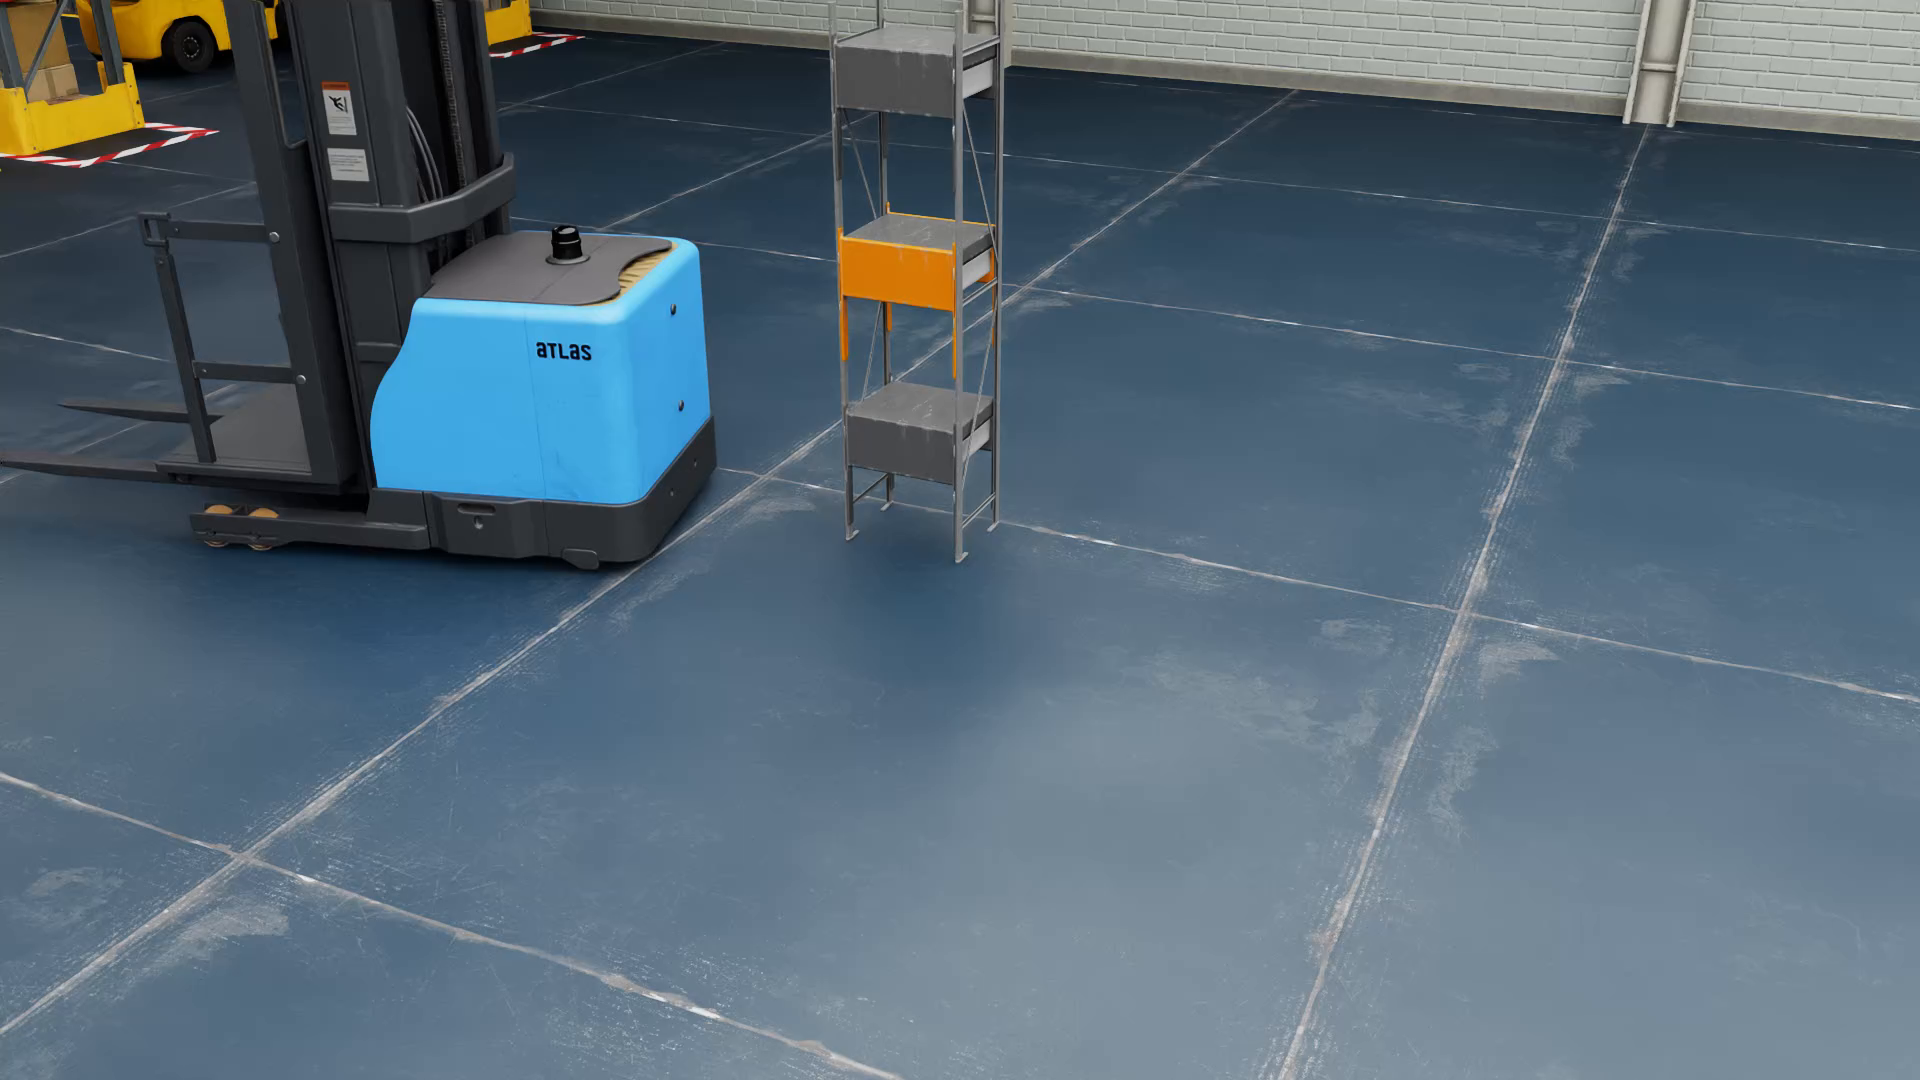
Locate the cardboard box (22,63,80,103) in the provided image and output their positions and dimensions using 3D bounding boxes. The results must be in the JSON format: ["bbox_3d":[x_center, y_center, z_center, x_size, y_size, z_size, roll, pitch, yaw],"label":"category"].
[{"bbox_3d":[-7.610,-3.743,13.595,0.500,0.250,0.500,11,28,21],"label":"cardboard box"}]

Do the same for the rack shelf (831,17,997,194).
[{"bbox_3d":[-0.151,-1.588,6.045,0.480,0.518,0.431,11,28,22],"label":"rack shelf"}]

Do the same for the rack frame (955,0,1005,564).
[{"bbox_3d":[0.071,-0.928,6.257,0.015,2.100,0.400,11,28,22],"label":"rack frame"}]

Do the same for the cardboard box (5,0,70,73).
[{"bbox_3d":[-7.632,-4.084,13.437,0.500,0.500,0.500,10,28,20],"label":"cardboard box"}]

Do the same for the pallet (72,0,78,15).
[{"bbox_3d":[-9.267,-6.126,18.953,1.213,0.211,1.003,11,28,22],"label":"pallet"}]

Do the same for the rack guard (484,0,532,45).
[{"bbox_3d":[-4.917,-5.401,17.153,0.348,0.500,1.175,11,28,22],"label":"rack guard"}]

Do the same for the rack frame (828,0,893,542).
[{"bbox_3d":[-0.373,-1.017,6.438,0.015,2.100,0.400,11,28,22],"label":"rack frame"}]

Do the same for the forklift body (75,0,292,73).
[{"bbox_3d":[-7.421,-5.759,16.012,1.214,2.155,2.313,11,28,22],"label":"forklift body"}]

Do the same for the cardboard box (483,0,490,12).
[{"bbox_3d":[-5.305,-5.650,17.467,0.500,0.250,0.500,11,28,22],"label":"cardboard box"}]

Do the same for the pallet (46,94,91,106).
[{"bbox_3d":[-7.785,-3.455,13.529,1.213,0.211,1.003,11,28,22],"label":"pallet"}]

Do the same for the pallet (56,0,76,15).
[{"bbox_3d":[-10.382,-6.348,19.405,1.213,0.211,1.003,11,28,22],"label":"pallet"}]

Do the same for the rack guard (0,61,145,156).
[{"bbox_3d":[-7.060,-3.422,13.135,0.348,0.500,1.175,11,28,22],"label":"rack guard"}]

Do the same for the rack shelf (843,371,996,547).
[{"bbox_3d":[-0.151,-0.332,6.663,0.480,0.518,0.431,11,28,22],"label":"rack shelf"}]

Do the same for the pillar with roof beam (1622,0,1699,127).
[{"bbox_3d":[3.942,-5.782,8.307,0.400,9.000,9.100,11,28,22],"label":"pillar with roof beam"}]

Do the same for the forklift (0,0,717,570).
[{"bbox_3d":[-2.624,-1.496,6.471,3.031,2.935,1.130,4,27,9],"label":"forklift"}]

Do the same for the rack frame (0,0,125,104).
[{"bbox_3d":[-6.991,-4.530,12.555,0.127,3.000,1.000,11,28,22],"label":"rack frame"}]

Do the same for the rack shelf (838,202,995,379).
[{"bbox_3d":[-0.151,-0.960,6.354,0.480,0.518,0.431,11,28,22],"label":"rack shelf"}]

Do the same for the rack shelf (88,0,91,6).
[{"bbox_3d":[-8.811,-4.573,13.456,4.000,0.370,1.077,11,28,22],"label":"rack shelf"}]

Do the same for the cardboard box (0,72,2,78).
[{"bbox_3d":[-7.828,-3.863,12.988,0.500,0.500,0.500,12,28,22],"label":"cardboard box"}]

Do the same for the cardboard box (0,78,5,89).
[{"bbox_3d":[-7.860,-3.529,13.159,0.500,0.250,0.500,11,28,22],"label":"cardboard box"}]

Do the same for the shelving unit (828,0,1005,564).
[{"bbox_3d":[-0.151,-0.972,6.348,0.503,2.100,0.431,11,28,22],"label":"shelving unit"}]

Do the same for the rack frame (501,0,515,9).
[{"bbox_3d":[-4.939,-6.526,16.610,0.127,3.000,1.000,11,28,22],"label":"rack frame"}]

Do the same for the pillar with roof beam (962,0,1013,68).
[{"bbox_3d":[-1.520,-6.880,10.535,0.400,9.000,9.100,11,28,22],"label":"pillar with roof beam"}]

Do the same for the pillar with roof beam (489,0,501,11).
[{"bbox_3d":[-6.982,-7.977,12.764,0.400,9.000,9.100,11,28,22],"label":"pillar with roof beam"}]
